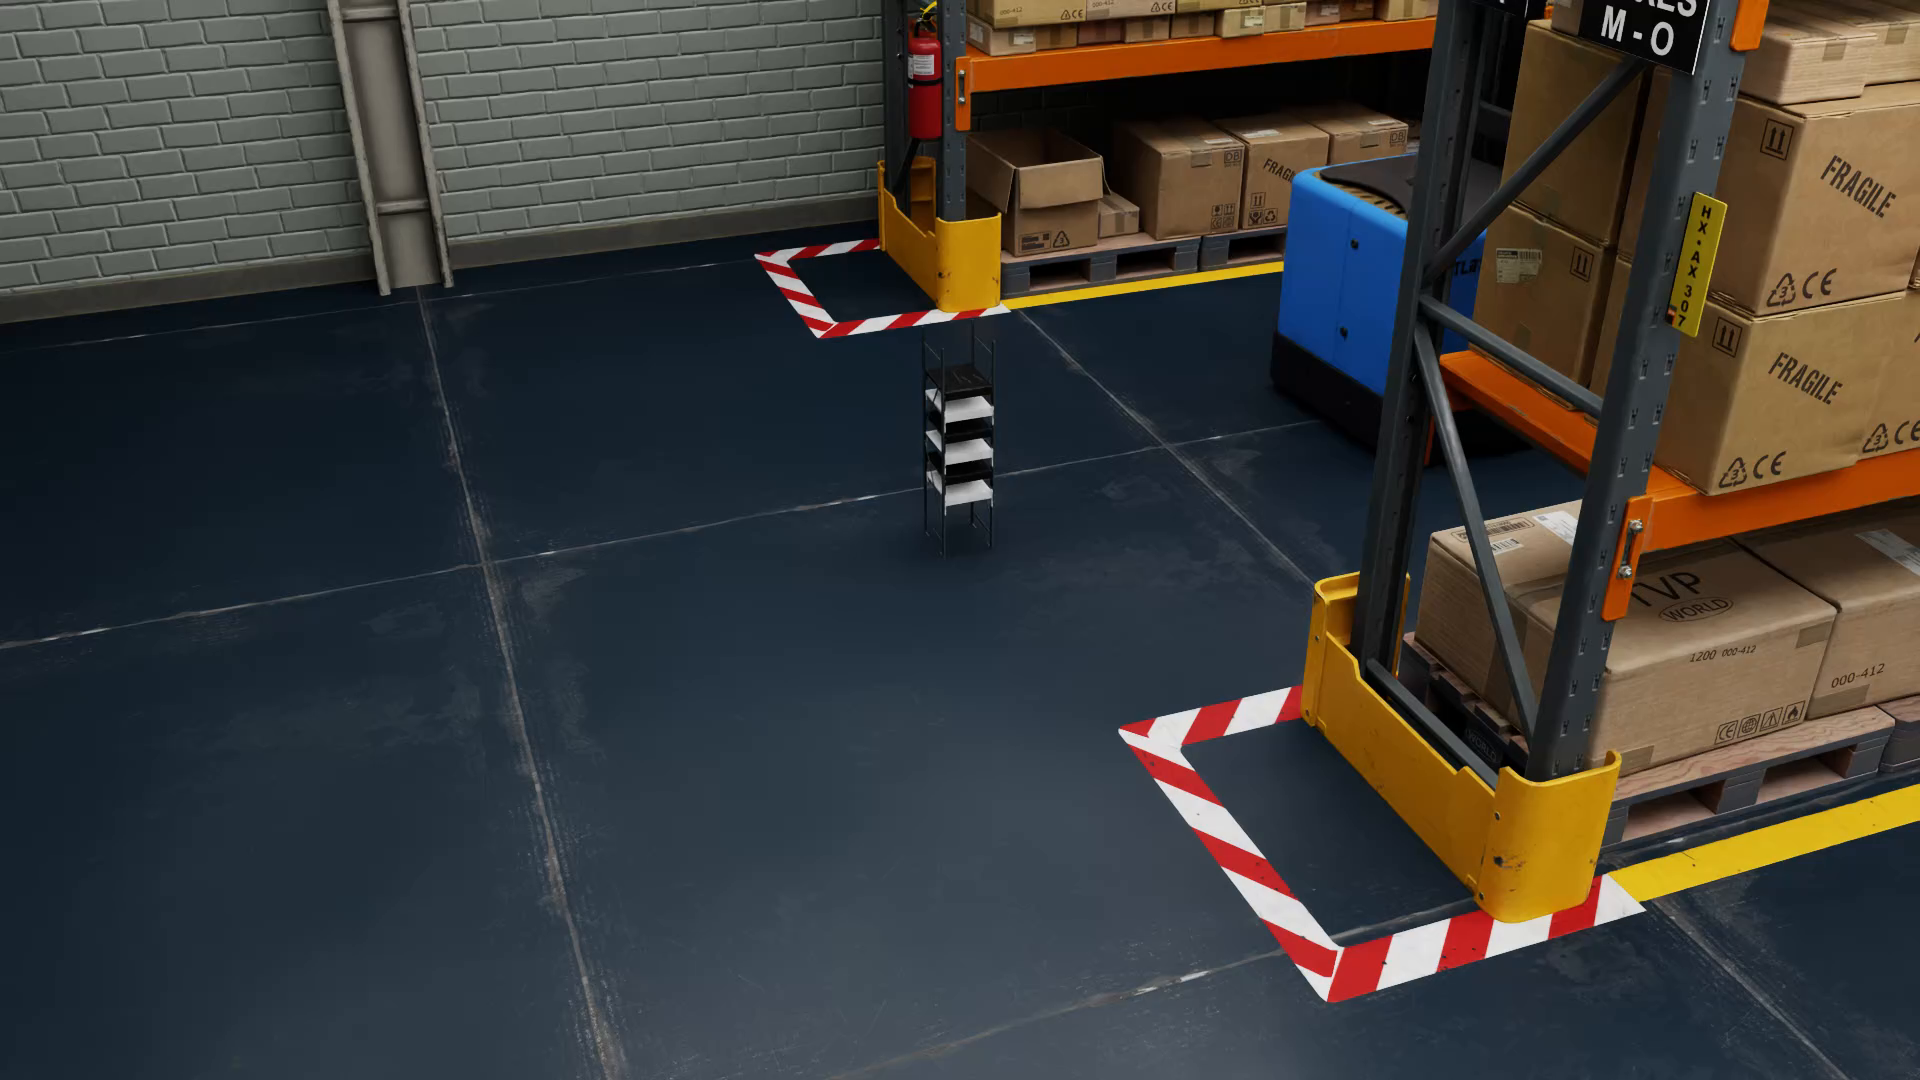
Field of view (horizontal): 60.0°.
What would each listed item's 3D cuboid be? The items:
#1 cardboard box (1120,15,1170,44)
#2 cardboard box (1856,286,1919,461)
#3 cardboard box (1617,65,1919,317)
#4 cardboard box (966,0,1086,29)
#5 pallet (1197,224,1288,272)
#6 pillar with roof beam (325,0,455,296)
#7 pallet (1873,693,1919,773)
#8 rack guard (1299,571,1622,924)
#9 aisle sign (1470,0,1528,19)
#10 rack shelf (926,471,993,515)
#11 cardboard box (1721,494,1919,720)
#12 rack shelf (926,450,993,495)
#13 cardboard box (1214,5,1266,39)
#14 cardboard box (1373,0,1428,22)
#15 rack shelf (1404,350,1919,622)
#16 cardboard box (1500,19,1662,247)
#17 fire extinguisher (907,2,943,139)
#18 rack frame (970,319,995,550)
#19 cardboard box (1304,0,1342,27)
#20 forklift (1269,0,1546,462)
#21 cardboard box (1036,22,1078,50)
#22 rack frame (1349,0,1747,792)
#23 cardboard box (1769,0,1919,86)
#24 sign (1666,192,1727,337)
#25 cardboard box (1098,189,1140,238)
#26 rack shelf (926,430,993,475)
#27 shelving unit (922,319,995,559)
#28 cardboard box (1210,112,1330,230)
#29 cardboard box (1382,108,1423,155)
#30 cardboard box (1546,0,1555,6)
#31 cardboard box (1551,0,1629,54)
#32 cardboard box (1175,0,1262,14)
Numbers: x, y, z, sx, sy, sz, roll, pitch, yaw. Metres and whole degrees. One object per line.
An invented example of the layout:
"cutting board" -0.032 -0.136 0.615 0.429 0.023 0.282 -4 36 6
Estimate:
"cardboard box" 0.919 -2.755 8.810 0.250 0.149 0.380 -9 31 -16
"cardboard box" 2.549 -0.584 4.644 0.500 0.500 0.500 -11 31 -18
"cardboard box" 2.084 -0.919 4.222 0.500 0.500 0.500 -11 32 -19
"cardboard box" 0.319 -2.810 8.504 0.500 0.250 0.500 -10 31 -17
"pallet" 1.760 -1.941 9.944 1.213 0.211 1.003 -10 31 -18
"pillar with roof beam" -1.540 -3.355 3.548 0.400 9.000 9.100 -10 31 -18
"pallet" 3.398 0.338 5.944 1.213 0.211 1.003 -10 31 -18
"rack guard" 1.512 0.600 5.192 0.348 0.500 1.175 -10 31 -18
"aisle sign" 1.359 -1.752 4.168 0.004 0.787 0.394 -10 31 -18
"rack shelf" -0.008 -0.204 6.630 0.200 0.077 0.258 -10 31 -18
"cardboard box" 2.973 0.118 5.677 0.875 0.438 0.875 -10 31 -16
"rack shelf" -0.008 -0.282 6.586 0.200 0.077 0.258 -10 31 -18
"cardboard box" 1.429 -2.812 8.910 0.250 0.149 0.380 -11 32 -19
"cardboard box" 2.382 -3.001 9.241 0.250 0.149 0.380 -11 31 -18
"rack shelf" 3.409 -0.523 5.365 4.000 0.370 1.077 -10 31 -18
"cardboard box" 1.903 -1.162 4.649 0.500 0.500 0.500 -9 31 -16
"fire extinguisher" -0.177 -2.357 8.312 0.183 0.674 0.296 -10 31 -18
"rack frame" 0.088 -0.407 6.556 0.006 0.900 0.240 -10 31 -18
"cardboard box" 1.886 -2.944 9.141 0.250 0.149 0.380 -11 31 -18
"forklift" 3.048 -2.095 7.467 3.031 2.935 1.130 -13 32 -21
"cardboard box" 0.426 -2.679 8.675 0.250 0.149 0.380 -10 31 -16
"rack frame" 1.534 -0.491 4.581 0.127 3.000 1.000 -10 31 -18
"cardboard box" 2.185 -1.261 4.168 0.250 0.149 0.380 -10 31 -16
"sign" 1.722 -0.643 3.893 0.005 0.325 0.100 -10 31 -18
"cardboard box" 0.818 -1.854 9.429 0.250 0.149 0.380 -12 32 -20
"rack shelf" -0.008 -0.361 6.541 0.200 0.077 0.258 -10 31 -18
"shelving unit" -0.008 -0.390 6.525 0.210 0.900 0.258 -10 31 -18
"cardboard box" 1.752 -2.125 9.551 0.500 0.500 0.500 -10 31 -17
"cardboard box" 2.847 -2.493 10.388 0.500 0.311 0.500 -9 31 -16
"cardboard box" 3.338 -3.202 9.594 0.250 0.149 0.380 -10 31 -17
"cardboard box" 1.801 -1.405 4.420 0.250 0.149 0.380 -10 31 -17
"cardboard box" 1.266 -2.986 8.813 0.500 0.250 0.500 -11 31 -19
